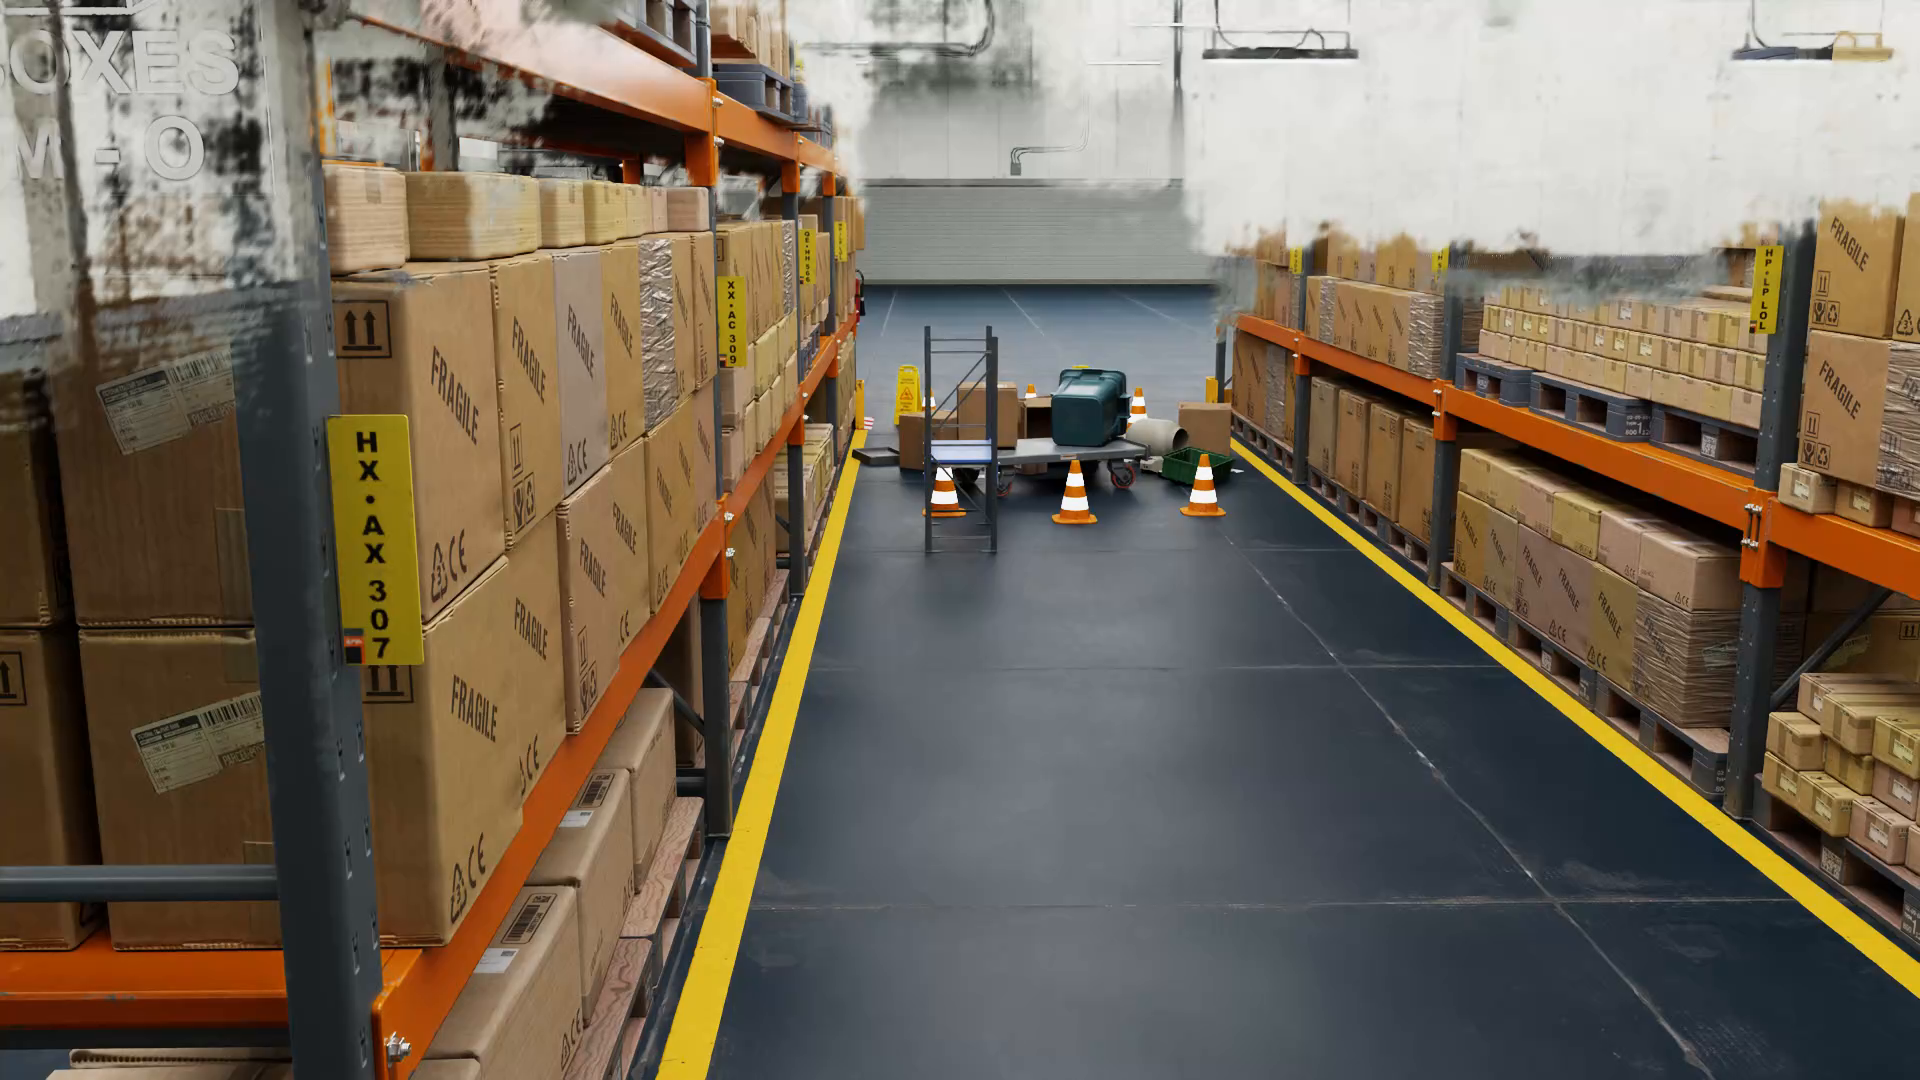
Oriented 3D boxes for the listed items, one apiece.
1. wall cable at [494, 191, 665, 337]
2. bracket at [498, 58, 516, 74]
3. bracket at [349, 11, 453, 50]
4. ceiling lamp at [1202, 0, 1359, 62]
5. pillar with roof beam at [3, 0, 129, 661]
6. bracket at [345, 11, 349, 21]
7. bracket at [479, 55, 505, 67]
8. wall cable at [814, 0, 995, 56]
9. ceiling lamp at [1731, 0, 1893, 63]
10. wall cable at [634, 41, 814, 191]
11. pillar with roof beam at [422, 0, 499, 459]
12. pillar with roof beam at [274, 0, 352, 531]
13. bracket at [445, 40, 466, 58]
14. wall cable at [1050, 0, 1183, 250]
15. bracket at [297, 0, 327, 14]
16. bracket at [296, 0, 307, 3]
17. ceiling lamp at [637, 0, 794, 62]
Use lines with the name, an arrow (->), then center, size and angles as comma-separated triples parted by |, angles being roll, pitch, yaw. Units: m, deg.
wall cable -> -6.841, -10.524, 49.109 | 3.097, 2.526, 0.112 | 0, 11, -1
bracket -> -7.804, -13.774, 48.265 | 0.235, 0.232, 0.430 | 0, 11, -1
bracket -> -7.685, -12.625, 42.605 | 0.076, 0.066, 4.783 | 0, 11, -1
ceiling lamp -> 4.115, -13.597, 41.766 | 2.000, 3.185, 0.800 | 0, 11, -1
pillar with roof beam -> -3.550, -9.087, 34.216 | 9.100, 9.000, 0.548 | 0, 11, -1
bracket -> -7.631, -12.110, 40.064 | 0.235, 0.232, 0.430 | 0, 11, -1
bracket -> -7.792, -13.656, 47.686 | 0.076, 0.066, 3.189 | 0, 11, -1
wall cable -> -1.042, -15.252, 48.272 | 3.097, 2.526, 0.112 | 0, 11, -1
ceiling lamp -> 11.174, -13.626, 41.909 | 2.000, 3.185, 0.800 | 0, 11, -1
wall cable -> -4.136, -13.010, 48.662 | 3.097, 2.526, 0.112 | 0, 11, -1
pillar with roof beam -> -3.798, -11.472, 45.974 | 9.100, 9.000, 0.548 | 0, 11, -1
pillar with roof beam -> -3.674, -10.280, 40.095 | 9.100, 9.000, 0.548 | 0, 11, -1
bracket -> -7.738, -13.138, 45.130 | 0.235, 0.232, 0.430 | 0, 11, -1
wall cable -> 2.651, -13.748, 48.639 | 2.305, 6.003, 0.169 | 0, 11, -1
bracket -> -7.614, -11.945, 39.251 | 0.235, 0.232, 0.430 | 0, 11, -1
bracket -> -7.561, -11.433, 36.726 | 0.076, 0.066, 4.783 | 0, 11, -1
ceiling lamp -> -3.273, -13.567, 41.617 | 2.000, 3.185, 0.800 | 0, 11, -1
